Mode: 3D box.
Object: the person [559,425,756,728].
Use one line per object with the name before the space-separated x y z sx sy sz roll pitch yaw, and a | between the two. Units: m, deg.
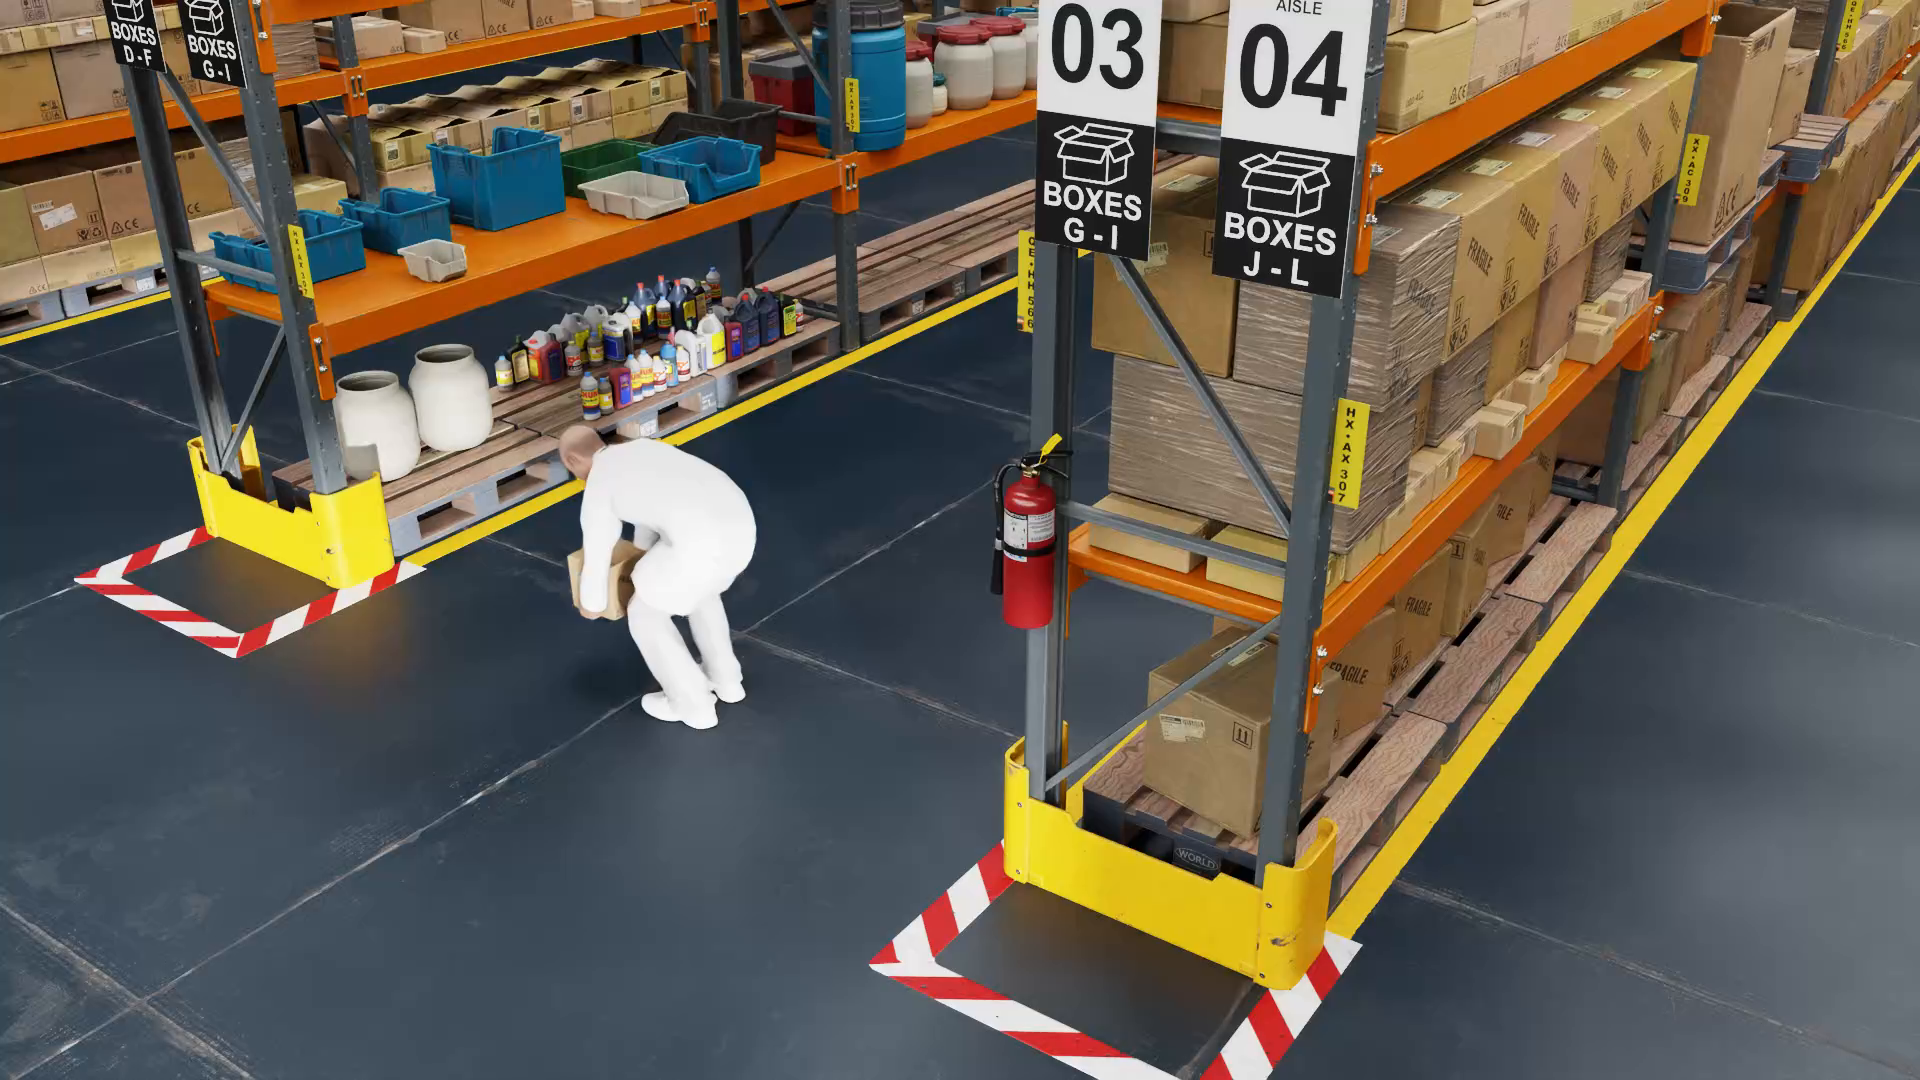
person | -1.272 0.137 7.023 0.932 1.182 0.576 16 31 28
